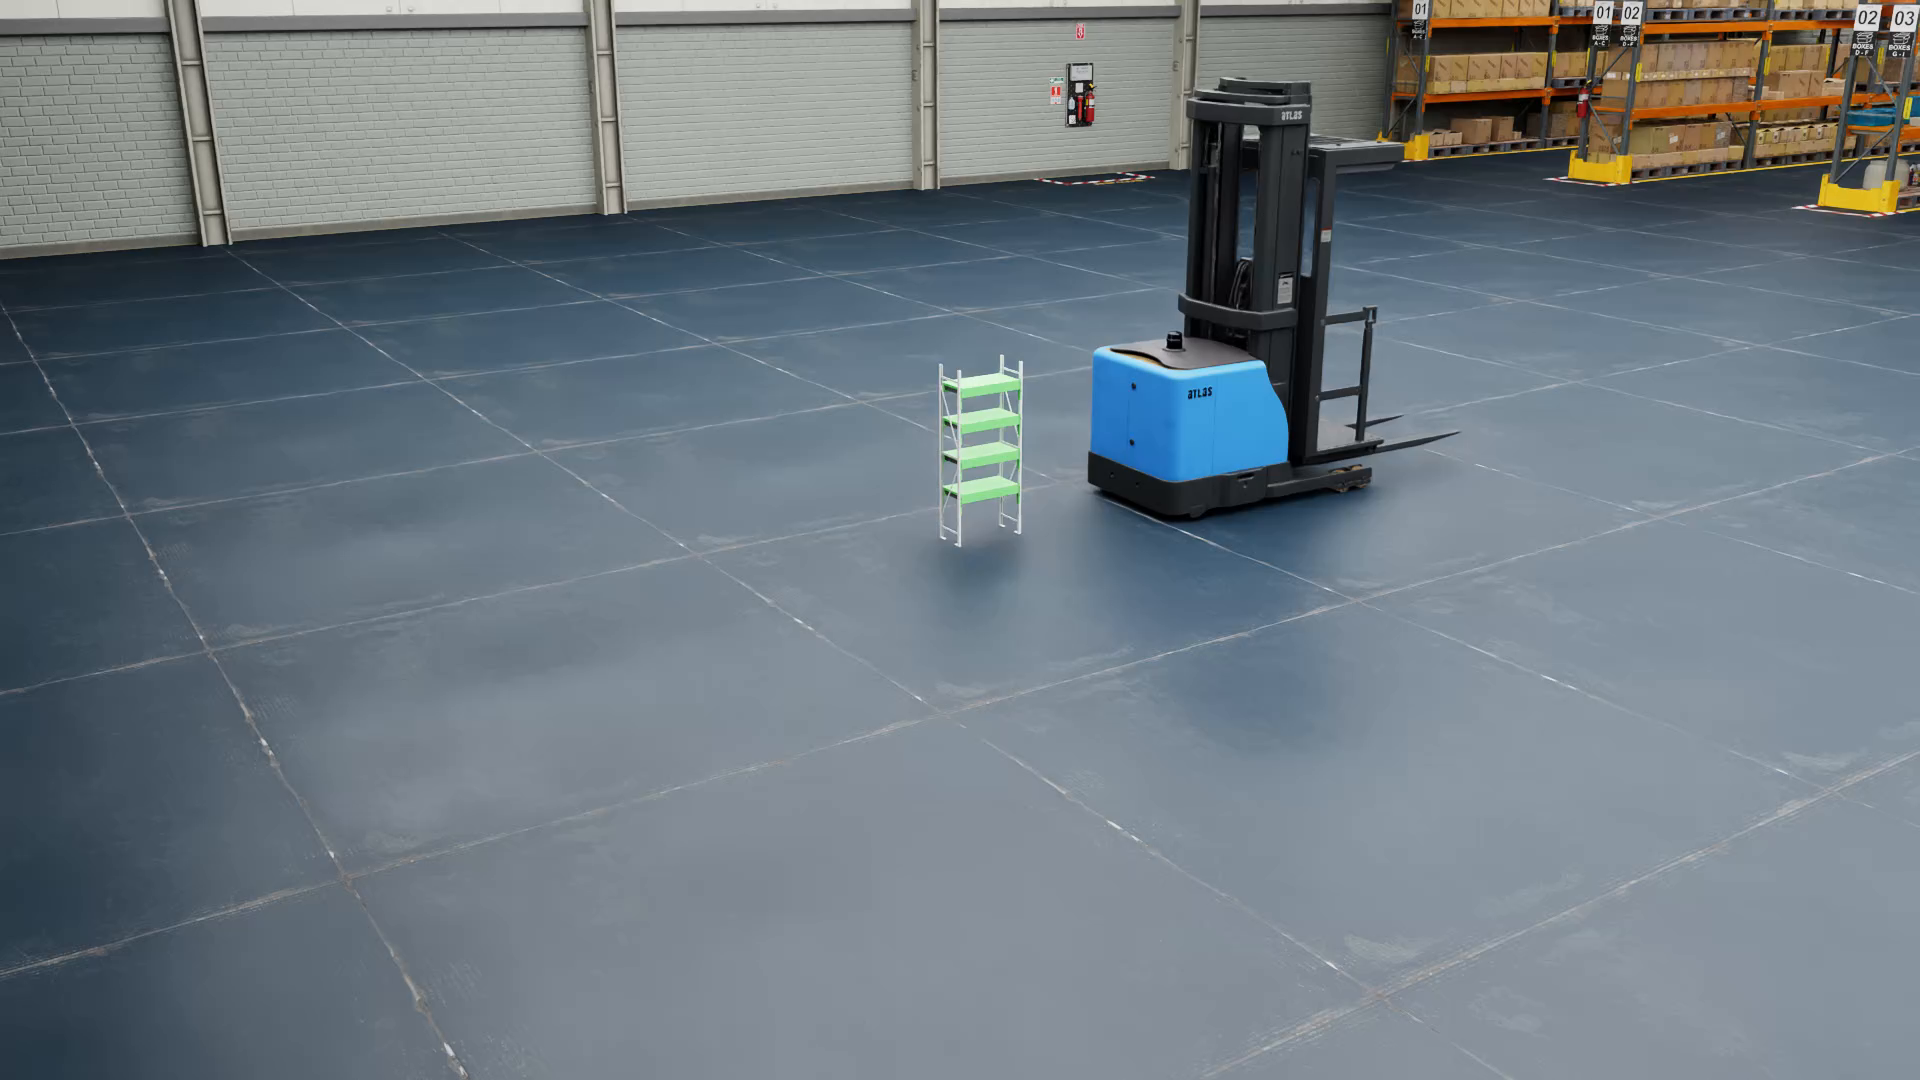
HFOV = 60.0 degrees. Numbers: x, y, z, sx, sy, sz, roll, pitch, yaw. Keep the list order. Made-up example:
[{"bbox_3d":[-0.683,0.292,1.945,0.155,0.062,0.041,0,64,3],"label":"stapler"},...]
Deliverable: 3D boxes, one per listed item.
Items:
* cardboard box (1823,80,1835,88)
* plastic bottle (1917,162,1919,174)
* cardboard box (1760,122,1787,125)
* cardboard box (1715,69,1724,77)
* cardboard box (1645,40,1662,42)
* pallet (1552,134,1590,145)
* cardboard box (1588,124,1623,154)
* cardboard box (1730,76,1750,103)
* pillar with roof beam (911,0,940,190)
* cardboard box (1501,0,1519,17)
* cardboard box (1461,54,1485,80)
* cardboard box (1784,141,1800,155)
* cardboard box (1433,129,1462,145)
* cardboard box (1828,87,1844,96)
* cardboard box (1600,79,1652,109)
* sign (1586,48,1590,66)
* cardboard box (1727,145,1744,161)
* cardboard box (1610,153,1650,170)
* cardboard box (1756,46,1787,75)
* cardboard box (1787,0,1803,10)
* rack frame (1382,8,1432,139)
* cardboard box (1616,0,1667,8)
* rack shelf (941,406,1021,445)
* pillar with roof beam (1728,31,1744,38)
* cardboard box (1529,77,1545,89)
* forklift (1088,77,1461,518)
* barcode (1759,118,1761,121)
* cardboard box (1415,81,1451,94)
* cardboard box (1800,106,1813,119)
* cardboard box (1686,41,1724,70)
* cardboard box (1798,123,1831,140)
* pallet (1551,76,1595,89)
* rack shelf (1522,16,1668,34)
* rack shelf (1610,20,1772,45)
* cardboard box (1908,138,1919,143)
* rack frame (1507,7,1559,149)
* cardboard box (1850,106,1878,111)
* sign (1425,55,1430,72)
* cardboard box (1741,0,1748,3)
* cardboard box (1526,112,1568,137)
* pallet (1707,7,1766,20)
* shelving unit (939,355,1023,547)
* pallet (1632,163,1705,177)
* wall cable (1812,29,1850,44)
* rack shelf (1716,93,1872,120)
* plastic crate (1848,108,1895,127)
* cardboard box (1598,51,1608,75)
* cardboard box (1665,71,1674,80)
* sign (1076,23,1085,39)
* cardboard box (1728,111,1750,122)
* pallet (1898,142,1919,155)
[{"bbox_3d":[17.859,-9.460,34.684,0.500,0.311,0.500,-12,22,-32],"label":"cardboard box"},{"bbox_3d":[16.678,-6.392,28.919,0.185,0.351,0.144,-12,22,-32],"label":"plastic bottle"},{"bbox_3d":[16.823,-8.482,34.412,0.500,0.311,0.500,-12,22,-32],"label":"cardboard box"},{"bbox_3d":[14.412,-8.974,31.938,0.250,0.149,0.380,-12,22,-32],"label":"cardboard box"},{"bbox_3d":[16.221,-11.635,39.154,0.500,0.250,0.500,-11,22,-30],"label":"cardboard box"},{"bbox_3d":[14.314,-9.261,38.308,1.213,0.211,1.003,-12,22,-31],"label":"pallet"},{"bbox_3d":[12.315,-7.625,31.582,0.500,0.500,0.500,-12,22,-31],"label":"cardboard box"},{"bbox_3d":[15.005,-8.871,32.646,0.500,0.500,0.700,-13,22,-33],"label":"cardboard box"},{"bbox_3d":[1.758,-9.455,25.161,0.400,9.000,9.100,-12,22,-31],"label":"pillar with roof beam"},{"bbox_3d":[11.487,-11.357,35.285,0.500,0.500,0.500,-13,23,-33],"label":"cardboard box"},{"bbox_3d":[10.721,-9.995,35.157,0.500,0.500,0.500,-13,22,-33],"label":"cardboard box"},{"bbox_3d":[16.704,-7.987,33.823,0.500,0.250,0.500,-13,22,-33],"label":"cardboard box"},{"bbox_3d":[10.407,-8.656,35.678,0.500,0.311,0.500,-10,21,-27],"label":"cardboard box"},{"bbox_3d":[18.113,-9.257,34.335,0.250,0.149,0.380,-12,22,-31],"label":"cardboard box"},{"bbox_3d":[12.428,-8.325,31.031,0.500,0.500,0.700,-12,22,-31],"label":"cardboard box"},{"bbox_3d":[11.744,-9.008,31.027,0.005,0.325,0.100,-12,22,-31],"label":"sign"},{"bbox_3d":[15.105,-7.660,32.857,0.500,0.250,0.500,-12,22,-31],"label":"cardboard box"},{"bbox_3d":[12.601,-7.131,31.290,0.500,0.250,0.500,-12,22,-31],"label":"cardboard box"},{"bbox_3d":[19.788,-11.871,41.205,0.700,0.700,0.980,-12,22,-31],"label":"cardboard box"},{"bbox_3d":[16.349,-10.656,32.976,0.500,0.250,0.500,-15,24,-37],"label":"cardboard box"},{"bbox_3d":[9.304,-9.524,34.731,0.127,3.000,1.000,-12,22,-31],"label":"rack frame"},{"bbox_3d":[12.513,-10.034,30.523,0.637,0.503,0.797,-10,21,-28],"label":"cardboard box"},{"bbox_3d":[0.138,-0.764,11.082,0.480,0.148,0.258,-12,22,-31],"label":"rack shelf"},{"bbox_3d":[21.802,-13.682,37.666,0.400,9.000,9.100,-12,22,-31],"label":"pillar with roof beam"},{"bbox_3d":[12.415,-10.002,36.350,0.500,0.250,0.500,-12,22,-31],"label":"cardboard box"},{"bbox_3d":[2.472,-1.873,12.207,3.031,2.935,1.130,-11,22,-29],"label":"forklift"},{"bbox_3d":[15.814,-8.316,32.878,0.075,0.075,0.001,-12,22,-31],"label":"barcode"},{"bbox_3d":[9.886,-9.463,34.755,0.500,0.250,0.500,-13,22,-33],"label":"cardboard box"},{"bbox_3d":[21.299,-11.030,42.433,0.500,0.500,0.700,-13,22,-33],"label":"cardboard box"},{"bbox_3d":[14.165,-9.308,31.913,0.500,0.500,0.700,-12,22,-31],"label":"cardboard box"},{"bbox_3d":[17.557,-8.431,34.261,0.500,0.311,0.500,-12,22,-32],"label":"cardboard box"},{"bbox_3d":[13.363,-10.233,37.129,1.213,0.211,1.003,-12,22,-31],"label":"pallet"},{"bbox_3d":[14.315,-11.661,37.492,4.000,0.370,1.077,-12,22,-31],"label":"rack shelf"},{"bbox_3d":[13.702,-9.632,31.491,4.000,0.370,1.077,-12,22,-31],"label":"rack shelf"},{"bbox_3d":[20.539,-8.910,36.134,0.500,0.500,0.500,-13,23,-33],"label":"cardboard box"},{"bbox_3d":[12.644,-10.228,36.815,0.127,3.000,1.000,-12,22,-31],"label":"rack frame"},{"bbox_3d":[19.409,-9.226,35.898,0.500,0.250,0.500,-11,22,-29],"label":"cardboard box"},{"bbox_3d":[9.602,-9.789,34.163,0.005,0.325,0.100,-12,22,-31],"label":"sign"},{"bbox_3d":[18.530,-13.188,40.045,0.500,0.500,0.700,-13,23,-34],"label":"cardboard box"},{"bbox_3d":[13.250,-9.386,37.542,0.500,0.500,0.700,-11,22,-30],"label":"cardboard box"},{"bbox_3d":[14.674,-10.126,31.967,1.213,0.211,1.003,-12,22,-31],"label":"pallet"},{"bbox_3d":[0.138,-0.598,11.139,0.503,1.200,0.258,-12,22,-31],"label":"shelving unit"},{"bbox_3d":[13.665,-7.238,32.324,1.213,0.211,1.003,-12,22,-31],"label":"pallet"},{"bbox_3d":[23.216,-13.302,44.320,1.851,1.984,0.084,-12,22,-31],"label":"wall cable"},{"bbox_3d":[17.042,-8.915,34.055,4.000,0.370,1.077,-12,22,-31],"label":"rack shelf"},{"bbox_3d":[15.006,-6.971,27.414,0.616,0.251,0.499,-12,22,-31],"label":"plastic crate"},{"bbox_3d":[14.570,-10.878,37.893,0.500,0.500,0.700,-12,22,-31],"label":"cardboard box"},{"bbox_3d":[13.117,-8.700,31.126,0.250,0.149,0.380,-12,22,-32],"label":"cardboard box"},{"bbox_3d":[2.255,-9.520,31.100,0.199,0.298,0.001,-12,22,-31],"label":"sign"},{"bbox_3d":[18.854,-10.669,40.819,0.750,0.750,0.750,-12,22,-31],"label":"cardboard box"},{"bbox_3d":[20.375,-8.622,36.419,1.213,0.211,1.003,-12,22,-31],"label":"pallet"}]
